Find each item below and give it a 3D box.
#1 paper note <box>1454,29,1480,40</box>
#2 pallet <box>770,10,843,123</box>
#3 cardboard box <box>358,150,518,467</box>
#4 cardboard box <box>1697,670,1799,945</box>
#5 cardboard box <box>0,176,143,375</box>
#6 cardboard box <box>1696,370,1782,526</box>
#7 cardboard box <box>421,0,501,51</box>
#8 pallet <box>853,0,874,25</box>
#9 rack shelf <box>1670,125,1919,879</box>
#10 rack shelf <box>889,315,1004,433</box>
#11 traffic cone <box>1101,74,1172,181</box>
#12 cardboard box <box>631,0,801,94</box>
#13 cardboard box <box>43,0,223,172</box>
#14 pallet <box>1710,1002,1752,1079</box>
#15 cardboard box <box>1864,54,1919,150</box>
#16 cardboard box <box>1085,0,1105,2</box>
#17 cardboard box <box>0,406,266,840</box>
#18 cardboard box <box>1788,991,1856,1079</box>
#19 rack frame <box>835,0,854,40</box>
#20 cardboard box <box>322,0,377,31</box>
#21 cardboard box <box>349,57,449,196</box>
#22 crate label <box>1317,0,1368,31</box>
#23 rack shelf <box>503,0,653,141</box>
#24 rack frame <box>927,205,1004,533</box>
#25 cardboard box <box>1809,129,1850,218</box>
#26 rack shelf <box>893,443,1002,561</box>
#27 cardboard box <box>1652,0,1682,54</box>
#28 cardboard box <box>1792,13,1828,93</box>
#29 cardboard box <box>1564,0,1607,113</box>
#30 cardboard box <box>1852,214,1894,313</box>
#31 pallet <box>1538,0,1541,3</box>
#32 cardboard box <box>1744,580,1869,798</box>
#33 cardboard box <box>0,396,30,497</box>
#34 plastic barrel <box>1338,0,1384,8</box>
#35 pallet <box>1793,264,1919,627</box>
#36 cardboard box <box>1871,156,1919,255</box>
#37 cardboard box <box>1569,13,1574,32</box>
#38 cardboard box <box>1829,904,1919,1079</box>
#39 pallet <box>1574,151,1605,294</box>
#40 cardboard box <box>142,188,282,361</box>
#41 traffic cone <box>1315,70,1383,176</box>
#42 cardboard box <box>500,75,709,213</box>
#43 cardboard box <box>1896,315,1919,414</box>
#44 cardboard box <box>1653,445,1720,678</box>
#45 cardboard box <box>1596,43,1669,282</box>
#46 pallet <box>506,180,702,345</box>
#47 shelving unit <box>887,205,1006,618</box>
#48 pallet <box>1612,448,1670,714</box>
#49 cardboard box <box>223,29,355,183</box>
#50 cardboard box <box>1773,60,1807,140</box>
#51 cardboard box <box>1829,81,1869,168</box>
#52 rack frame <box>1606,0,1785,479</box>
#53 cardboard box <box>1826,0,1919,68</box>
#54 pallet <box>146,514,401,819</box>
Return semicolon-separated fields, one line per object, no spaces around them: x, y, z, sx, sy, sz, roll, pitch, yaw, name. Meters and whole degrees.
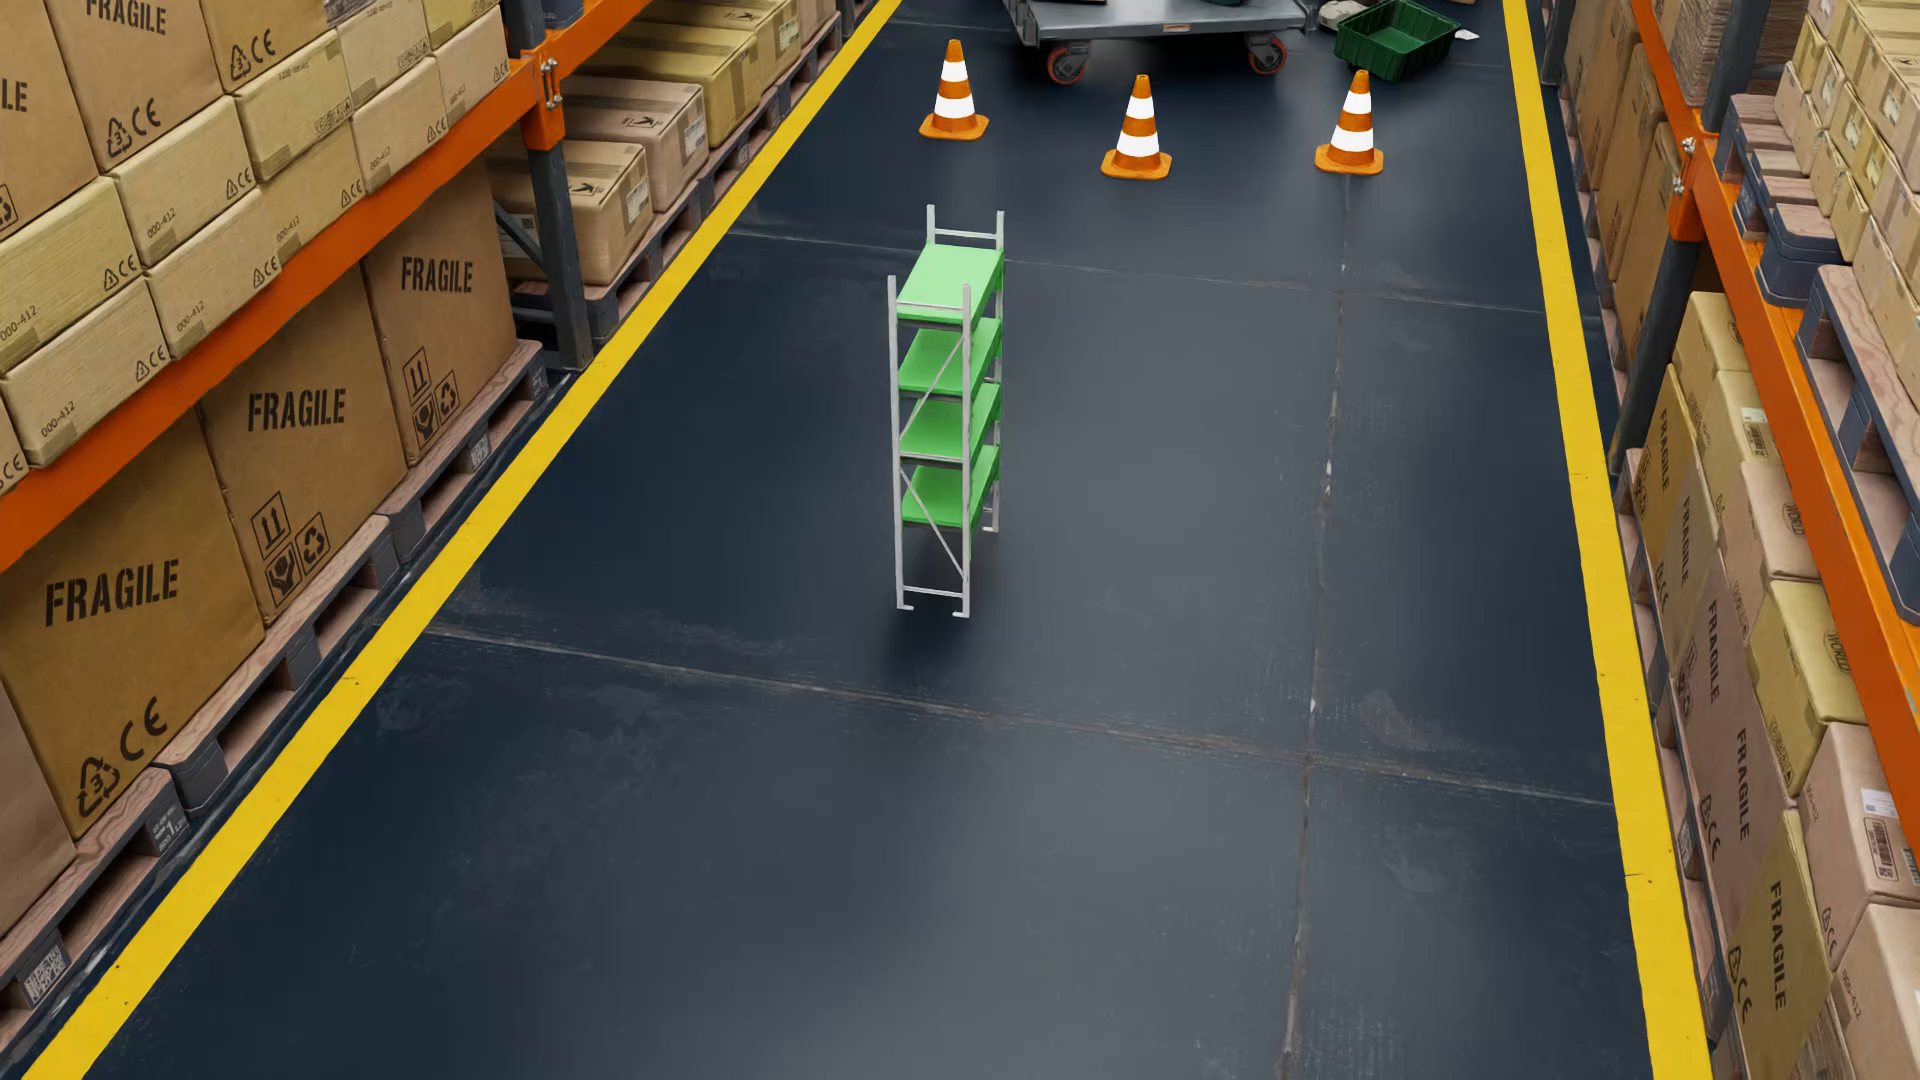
2.983;-3.004;9.868;0.147;0.020;0.142;-17;39;-22;paper note
-1.298;-2.694;9.287;1.003;0.211;1.213;7;37;10;pallet
-2.216;-0.900;5.889;0.875;0.875;0.875;7;37;10;cardboard box
2.151;0.678;4.030;0.500;0.500;0.500;7;36;9;cardboard box
-2.255;-0.630;3.765;0.500;0.250;0.500;8;37;11;cardboard box
2.378;-0.219;4.630;0.500;0.250;0.500;7;37;9;cardboard box
-1.843;-1.808;5.391;0.500;0.250;0.500;7;37;10;cardboard box
-1.024;-3.530;10.440;1.003;0.211;1.213;7;37;10;pallet
2.443;0.024;3.773;1.077;0.370;4.000;7;37;10;rack shelf
-0.035;-0.534;5.164;0.258;0.148;0.480;7;37;10;rack shelf
0.885;-2.064;8.204;0.336;0.463;0.334;7;37;10;traffic cone
-1.393;-2.662;8.748;0.950;0.372;0.625;10;37;13;cardboard box
-2.172;-1.224;3.946;0.500;0.500;0.500;7;36;9;cardboard box
2.180;1.562;3.415;1.003;0.211;1.213;7;37;10;pallet
2.413;-1.036;3.973;0.380;0.149;0.250;6;36;8;cardboard box
0.612;-3.358;9.312;0.500;0.500;0.500;7;37;10;cardboard box
-2.602;0.123;4.477;0.875;0.875;0.875;8;37;11;cardboard box
1.927;1.266;3.220;0.500;0.500;0.500;7;36;9;cardboard box
-1.133;-4.269;9.085;1.000;3.000;0.127;7;37;10;rack frame
-1.944;-1.797;4.736;0.500;0.500;0.500;8;37;11;cardboard box
-1.936;-1.298;5.113;0.500;0.250;0.500;8;37;11;cardboard box
2.302;-3.132;9.955;0.298;0.136;0.250;-17;39;-22;crate label
-1.560;-2.831;7.714;1.077;0.370;4.000;7;37;10;rack shelf
0.017;-0.531;5.460;0.240;1.200;0.015;7;37;10;rack frame
2.462;-0.942;4.350;0.380;0.149;0.250;9;37;12;cardboard box
-0.035;-0.145;5.445;0.258;0.148;0.480;7;37;10;rack shelf
2.812;-2.032;5.912;0.500;0.500;0.500;7;37;10;cardboard box
2.570;-1.351;4.660;0.380;0.149;0.250;9;37;12;cardboard box
3.679;-2.599;8.339;1.050;0.750;0.750;7;37;10;cardboard box
2.352;-0.634;3.925;0.380;0.149;0.250;8;37;11;cardboard box
4.221;-3.705;10.683;1.003;0.211;1.213;7;37;10;pallet
2.149;0.362;3.828;0.500;0.250;0.500;6;36;8;cardboard box
-2.381;-0.138;3.512;0.500;0.250;0.500;6;36;9;cardboard box
2.468;-3.506;10.227;0.421;0.421;0.512;-24;42;-30;plastic barrel
2.487;-0.196;3.628;1.003;0.211;1.213;7;37;10;pallet
2.353;-0.754;3.837;0.380;0.149;0.250;7;37;10;cardboard box
3.927;-3.368;9.294;0.875;0.875;0.875;8;37;11;cardboard box
1.927;0.959;3.003;0.500;0.250;0.500;6;36;9;cardboard box
3.375;-1.424;7.535;1.003;0.211;1.213;7;37;10;pallet
-2.140;-0.715;4.309;0.500;0.250;0.500;7;36;9;cardboard box
1.963;-2.100;8.253;0.336;0.463;0.334;7;37;10;traffic cone
-1.707;-1.829;7.599;0.950;0.372;0.625;7;36;9;cardboard box
2.239;-0.341;3.521;0.380;0.149;0.250;6;36;8;cardboard box
2.365;0.091;4.841;0.500;0.500;0.500;8;37;11;cardboard box
3.271;-1.512;6.840;1.050;0.750;0.750;8;37;11;cardboard box
-1.819;-1.295;7.357;1.003;0.211;1.213;7;37;10;pallet
-0.035;-0.391;5.267;0.258;1.200;0.503;7;37;10;shelving unit
2.701;0.163;5.345;1.003;0.211;1.213;7;37;10;pallet
-2.038;-1.218;4.576;0.500;0.250;0.500;6;36;9;cardboard box
2.577;-1.251;4.776;0.380;0.149;0.250;7;36;9;cardboard box
2.461;-1.041;4.233;0.380;0.149;0.250;6;36;9;cardboard box
2.870;-1.414;5.144;1.000;3.000;0.127;7;37;10;rack frame
2.527;-1.328;4.375;0.380;0.149;0.250;6;36;9;cardboard box
-2.492;0.293;5.166;1.003;0.211;1.213;7;37;10;pallet
